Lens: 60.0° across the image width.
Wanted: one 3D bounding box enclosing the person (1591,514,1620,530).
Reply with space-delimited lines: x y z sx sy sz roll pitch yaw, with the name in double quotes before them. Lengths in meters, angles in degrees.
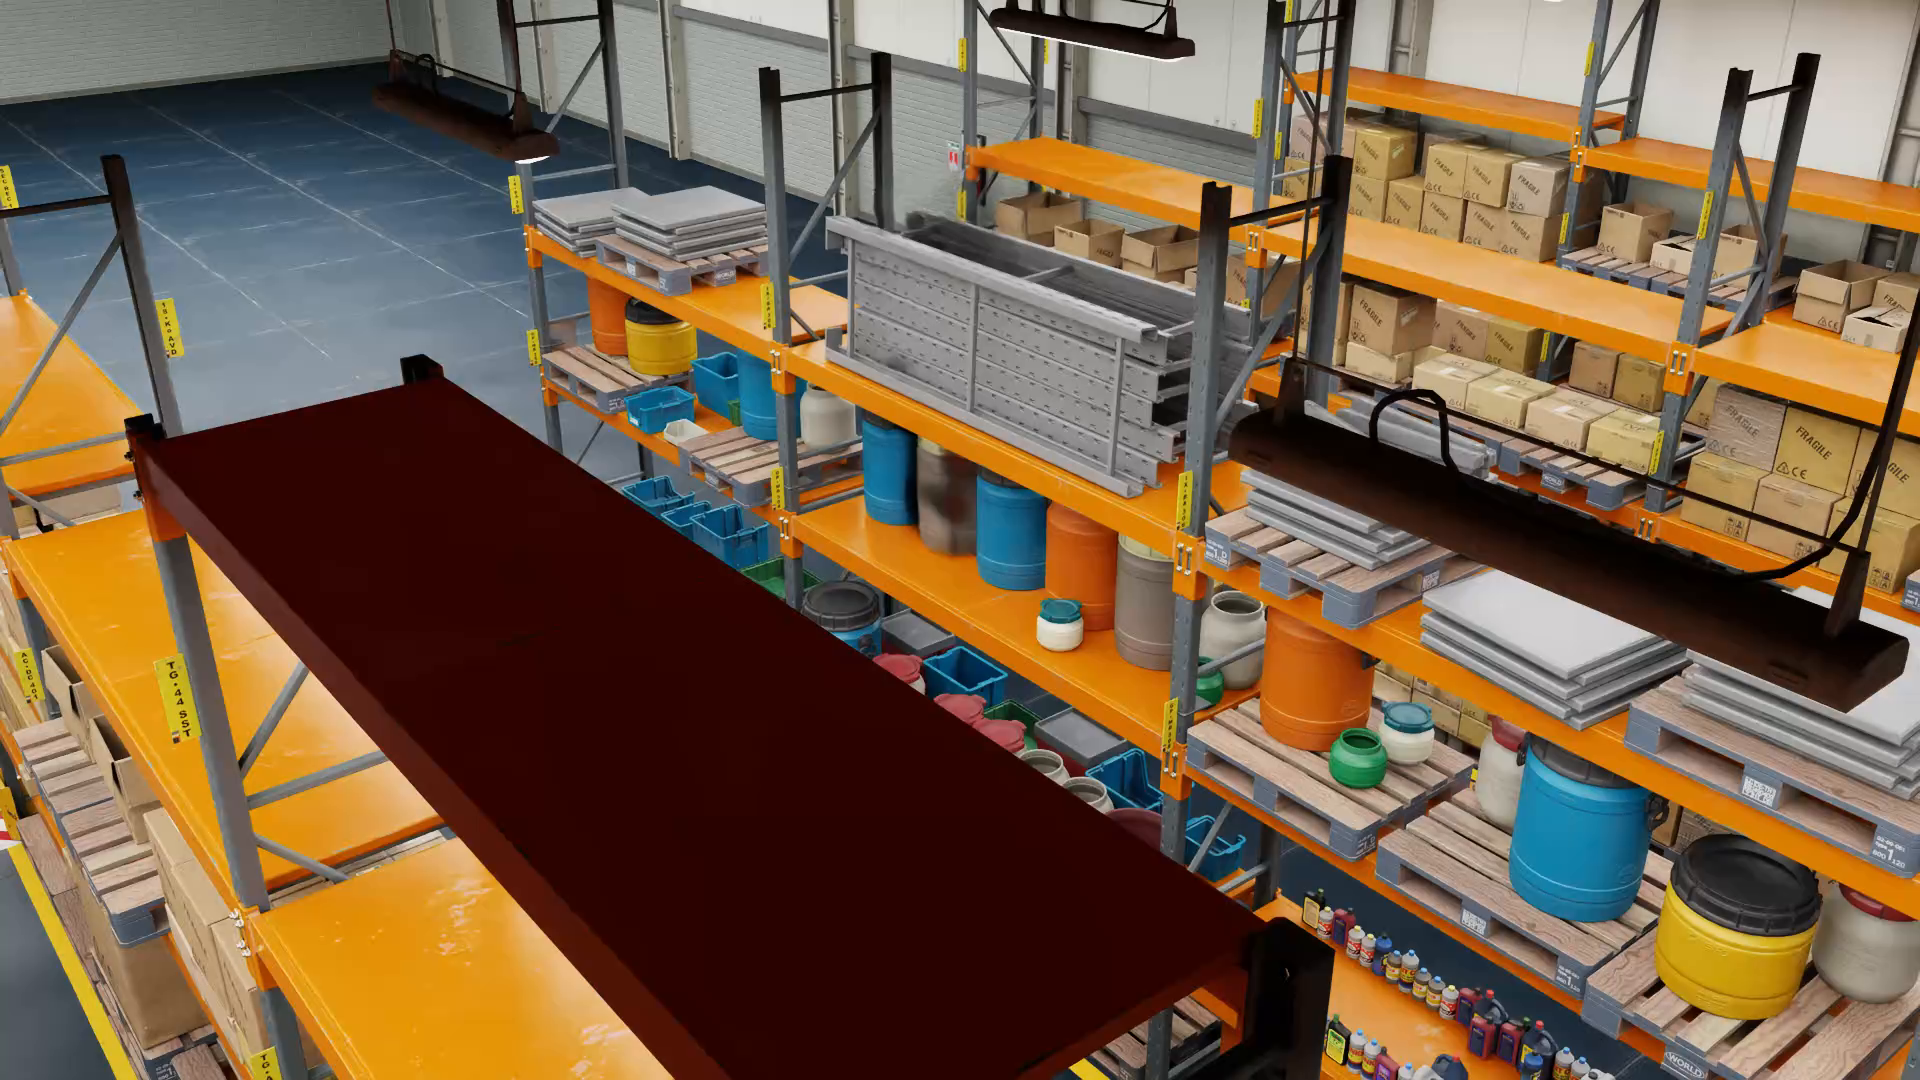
"person" 5.926 0.386 15.575 0.556 1.710 0.711 -23 34 -39
